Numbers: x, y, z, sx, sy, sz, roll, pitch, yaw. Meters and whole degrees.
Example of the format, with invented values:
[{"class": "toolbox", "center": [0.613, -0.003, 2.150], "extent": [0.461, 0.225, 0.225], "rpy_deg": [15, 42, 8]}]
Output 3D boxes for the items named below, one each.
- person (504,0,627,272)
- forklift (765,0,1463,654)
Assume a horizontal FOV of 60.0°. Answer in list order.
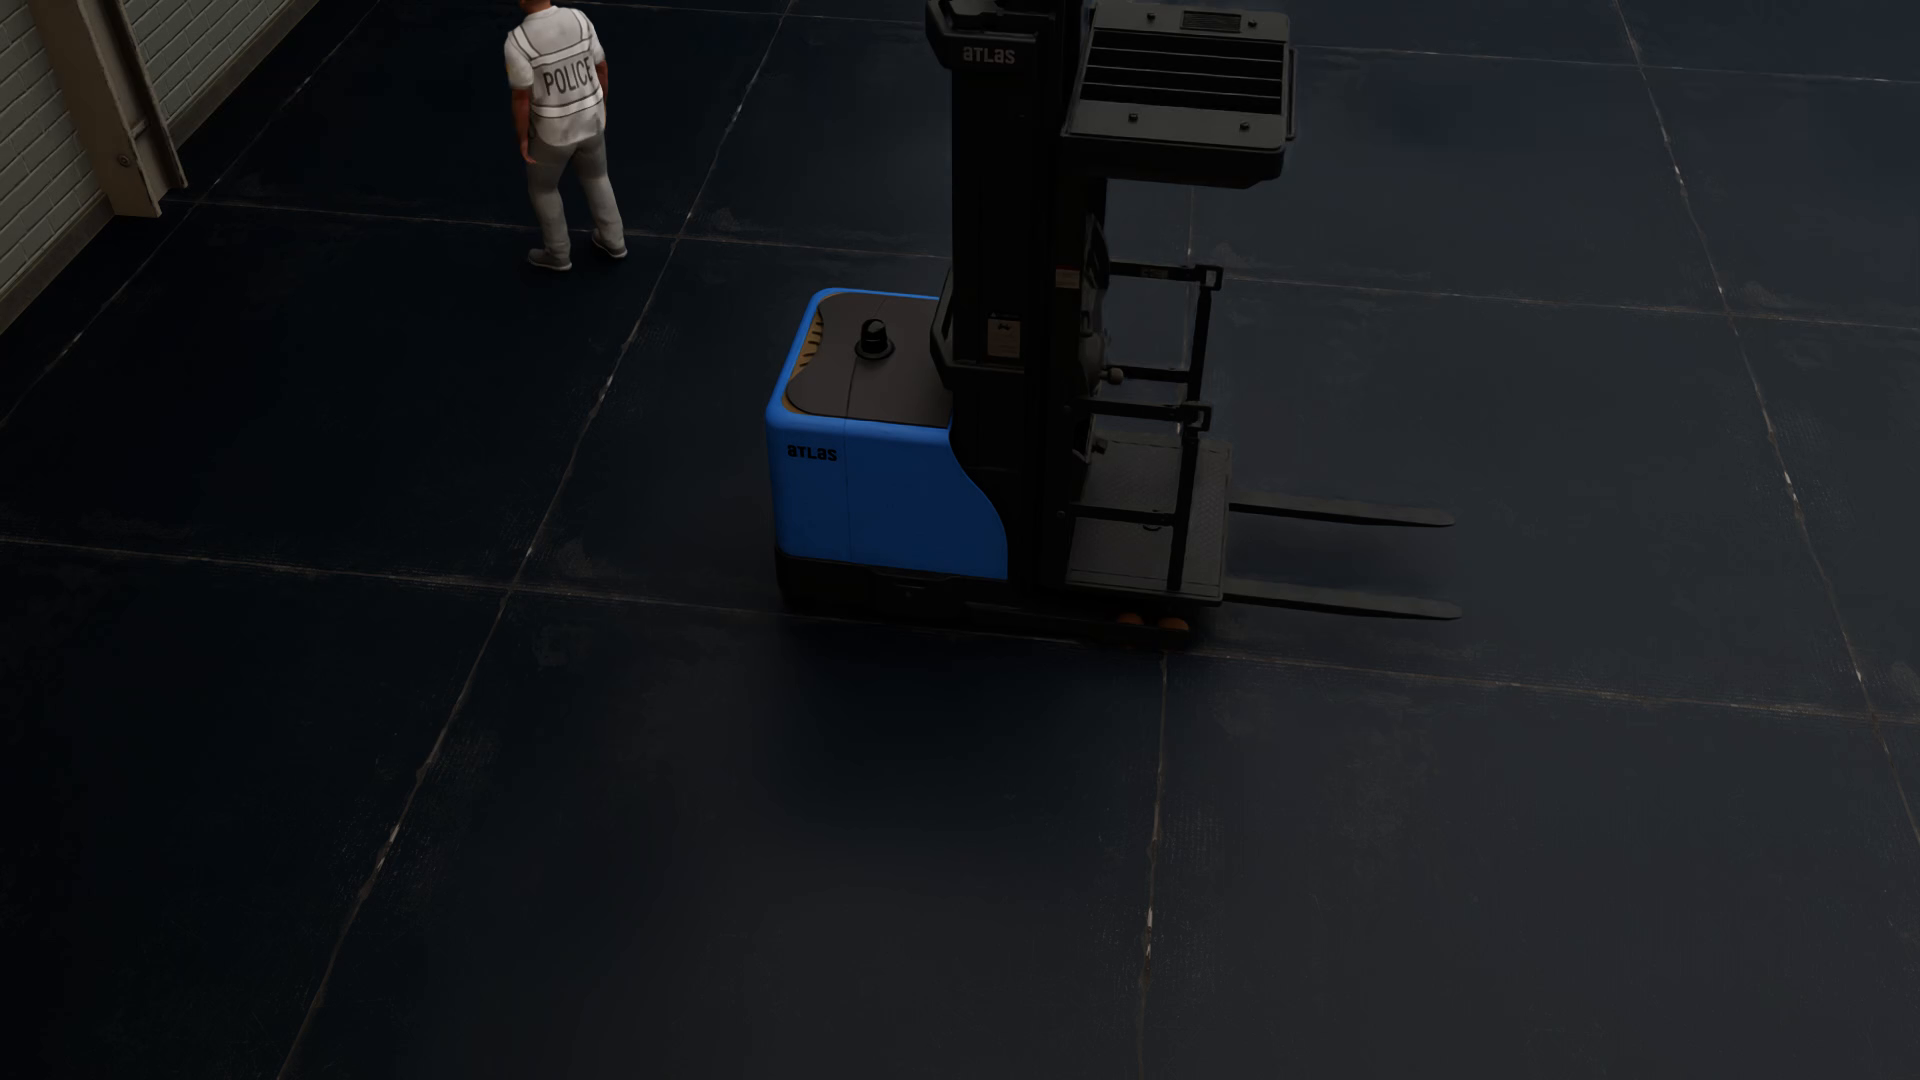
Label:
[{"class": "person", "center": [-2.182, -2.285, 9.101], "extent": [0.600, 1.762, 0.478], "rpy_deg": [-30, 50, -29]}, {"class": "forklift", "center": [0.735, -0.967, 6.777], "extent": [3.031, 2.935, 1.130], "rpy_deg": [6, 43, 7]}]
